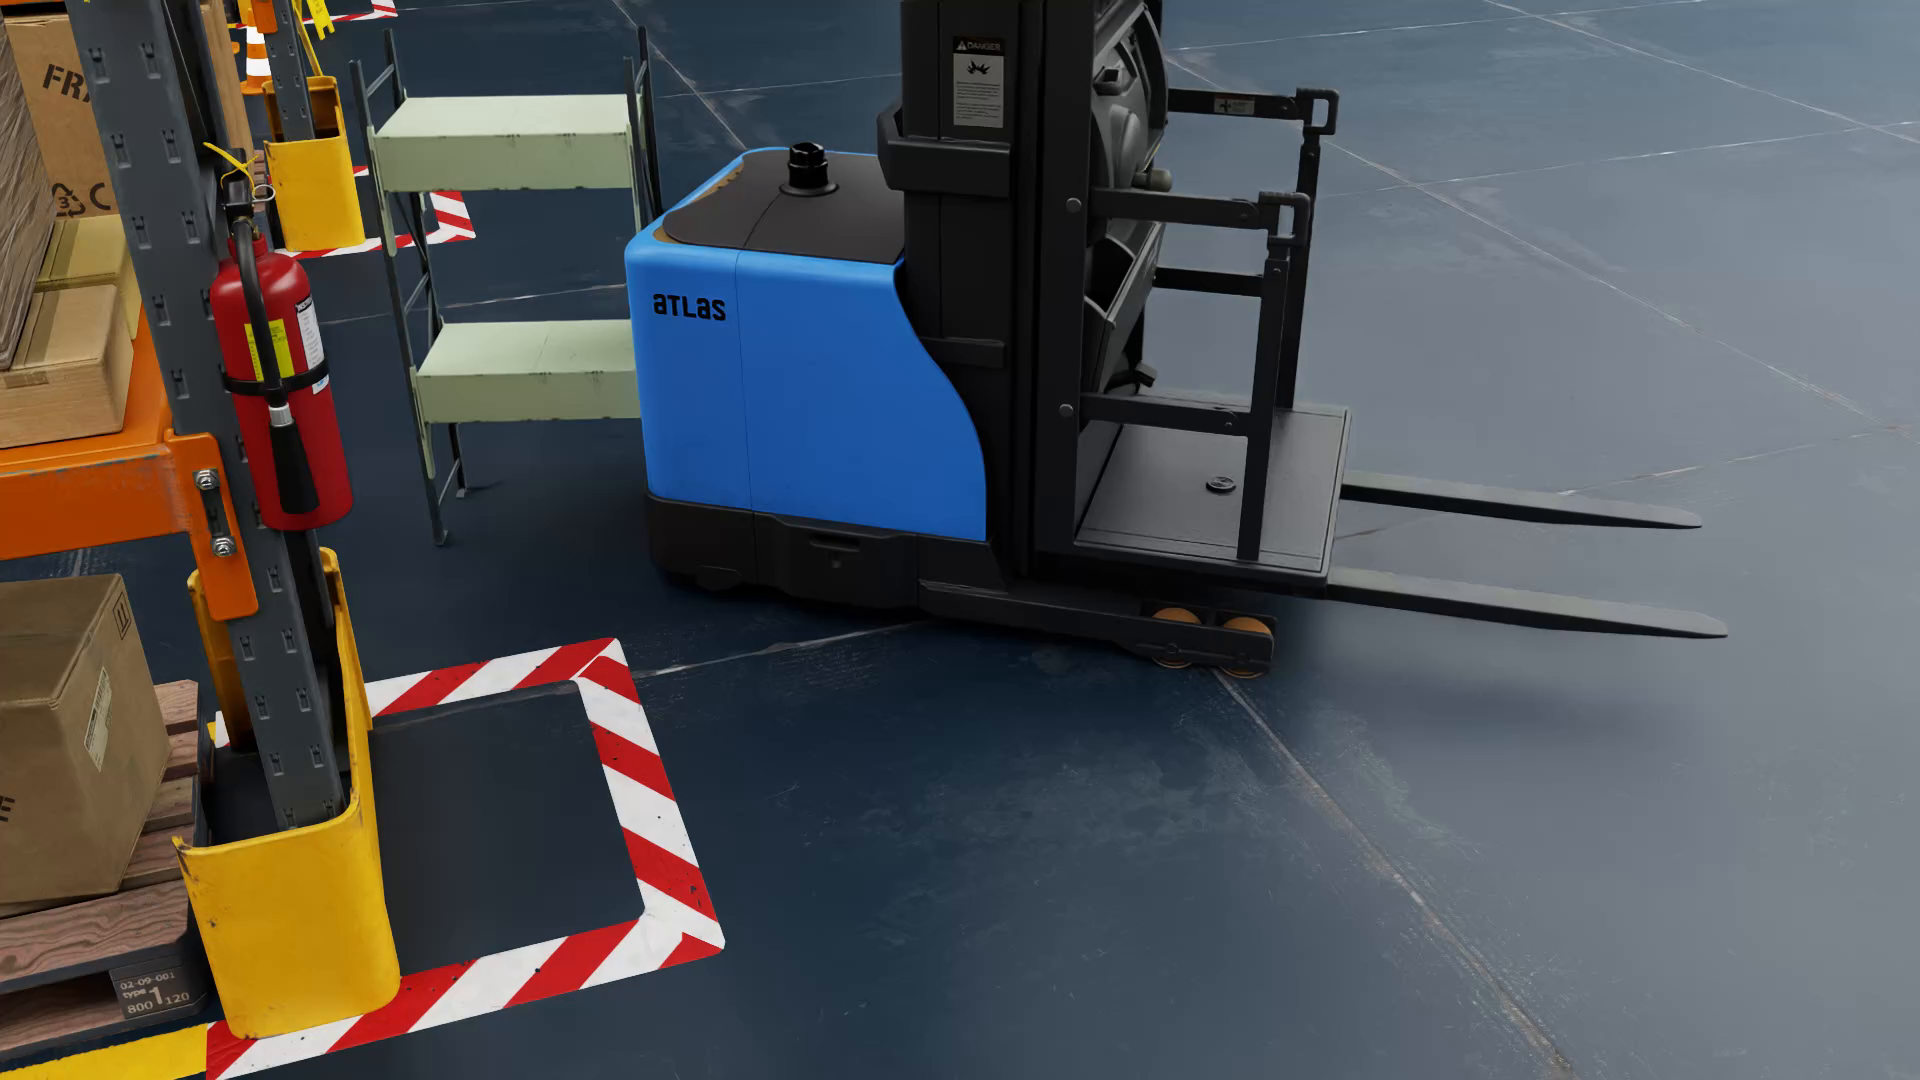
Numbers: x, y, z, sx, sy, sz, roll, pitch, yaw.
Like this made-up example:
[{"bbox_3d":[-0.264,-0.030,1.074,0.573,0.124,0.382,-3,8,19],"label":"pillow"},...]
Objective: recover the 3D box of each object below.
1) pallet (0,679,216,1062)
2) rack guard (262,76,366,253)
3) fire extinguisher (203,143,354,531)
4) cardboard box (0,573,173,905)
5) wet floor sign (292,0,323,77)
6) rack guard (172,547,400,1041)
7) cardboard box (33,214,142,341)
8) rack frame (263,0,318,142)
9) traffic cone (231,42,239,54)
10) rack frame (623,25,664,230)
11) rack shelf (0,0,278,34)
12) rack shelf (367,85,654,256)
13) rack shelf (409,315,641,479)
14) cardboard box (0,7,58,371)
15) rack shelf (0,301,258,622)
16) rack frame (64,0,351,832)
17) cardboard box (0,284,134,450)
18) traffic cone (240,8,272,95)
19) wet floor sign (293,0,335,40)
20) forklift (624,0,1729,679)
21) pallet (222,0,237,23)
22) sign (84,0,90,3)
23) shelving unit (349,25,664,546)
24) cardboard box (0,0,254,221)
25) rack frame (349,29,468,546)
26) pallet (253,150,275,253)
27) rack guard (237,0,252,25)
[{"bbox_3d":[-2.320,0.775,3.677,1.213,0.211,1.003,-10,31,-18],"label":"pallet"},{"bbox_3d":[-3.088,-1.811,7.923,0.348,0.500,1.175,-10,31,-18],"label":"rack guard"},{"bbox_3d":[-1.208,-0.346,2.906,0.183,0.674,0.296,-10,31,-18],"label":"fire extinguisher"},{"bbox_3d":[-2.067,0.430,3.566,0.500,0.500,0.500,-5,30,-8],"label":"cardboard box"},{"bbox_3d":[-3.774,-2.793,9.501,0.232,0.644,0.267,-16,33,-26],"label":"wet floor sign"},{"bbox_3d":[-1.547,0.525,3.823,0.348,0.500,1.175,-10,31,-18],"label":"rack guard"},{"bbox_3d":[-1.826,-0.526,3.397,0.250,0.149,0.380,-10,31,-18],"label":"cardboard box"},{"bbox_3d":[-3.110,-2.893,7.297,0.127,3.000,1.000,-10,31,-18],"label":"rack frame"},{"bbox_3d":[-4.884,-3.397,10.745,0.334,0.463,0.336,-10,31,-18],"label":"traffic cone"},{"bbox_3d":[-0.916,-0.753,5.057,0.023,1.500,0.400,-2,30,-3],"label":"rack frame"},{"bbox_3d":[-4.985,-2.235,6.869,4.000,0.370,1.077,-10,31,-18],"label":"rack shelf"},{"bbox_3d":[-1.281,-1.082,4.845,0.720,0.370,0.431,-2,30,-3],"label":"rack shelf"},{"bbox_3d":[-1.281,-0.459,5.200,0.720,0.370,0.431,-2,30,-3],"label":"rack shelf"},{"bbox_3d":[-2.001,-0.664,2.984,0.500,0.500,0.875,-10,31,-18],"label":"cardboard box"},{"bbox_3d":[-3.350,0.084,2.799,4.000,0.370,1.077,-10,31,-18],"label":"rack shelf"},{"bbox_3d":[-1.476,-0.574,3.227,0.127,3.000,1.000,-10,31,-18],"label":"rack frame"},{"bbox_3d":[-1.671,-0.320,3.035,0.250,0.149,0.380,-10,31,-18],"label":"cardboard box"},{"bbox_3d":[-4.179,-2.940,9.944,0.334,0.463,0.336,-10,31,-18],"label":"traffic cone"},{"bbox_3d":[-4.380,-3.685,11.066,0.232,0.644,0.267,0,30,0],"label":"wet floor sign"},{"bbox_3d":[0.642,-1.184,4.367,3.031,2.935,1.130,8,31,13],"label":"forklift"},{"bbox_3d":[-5.776,-3.823,11.747,1.213,0.211,1.003,-10,31,-18],"label":"pallet"},{"bbox_3d":[-1.301,-0.953,2.404,0.005,0.325,0.100,-10,31,-18],"label":"sign"},{"bbox_3d":[-1.281,-0.743,5.039,0.755,1.500,0.431,-2,30,-3],"label":"shelving unit"},{"bbox_3d":[-3.723,-2.004,7.460,0.875,0.875,0.875,-10,31,-17],"label":"cardboard box"},{"bbox_3d":[-1.646,-0.732,5.020,0.023,1.500,0.400,-2,30,-3],"label":"rack frame"},{"bbox_3d":[-3.832,-1.507,7.681,1.213,0.211,1.003,-10,31,-18],"label":"pallet"},{"bbox_3d":[-5.002,-4.072,11.893,0.348,0.500,1.175,-10,31,-18],"label":"rack guard"}]
